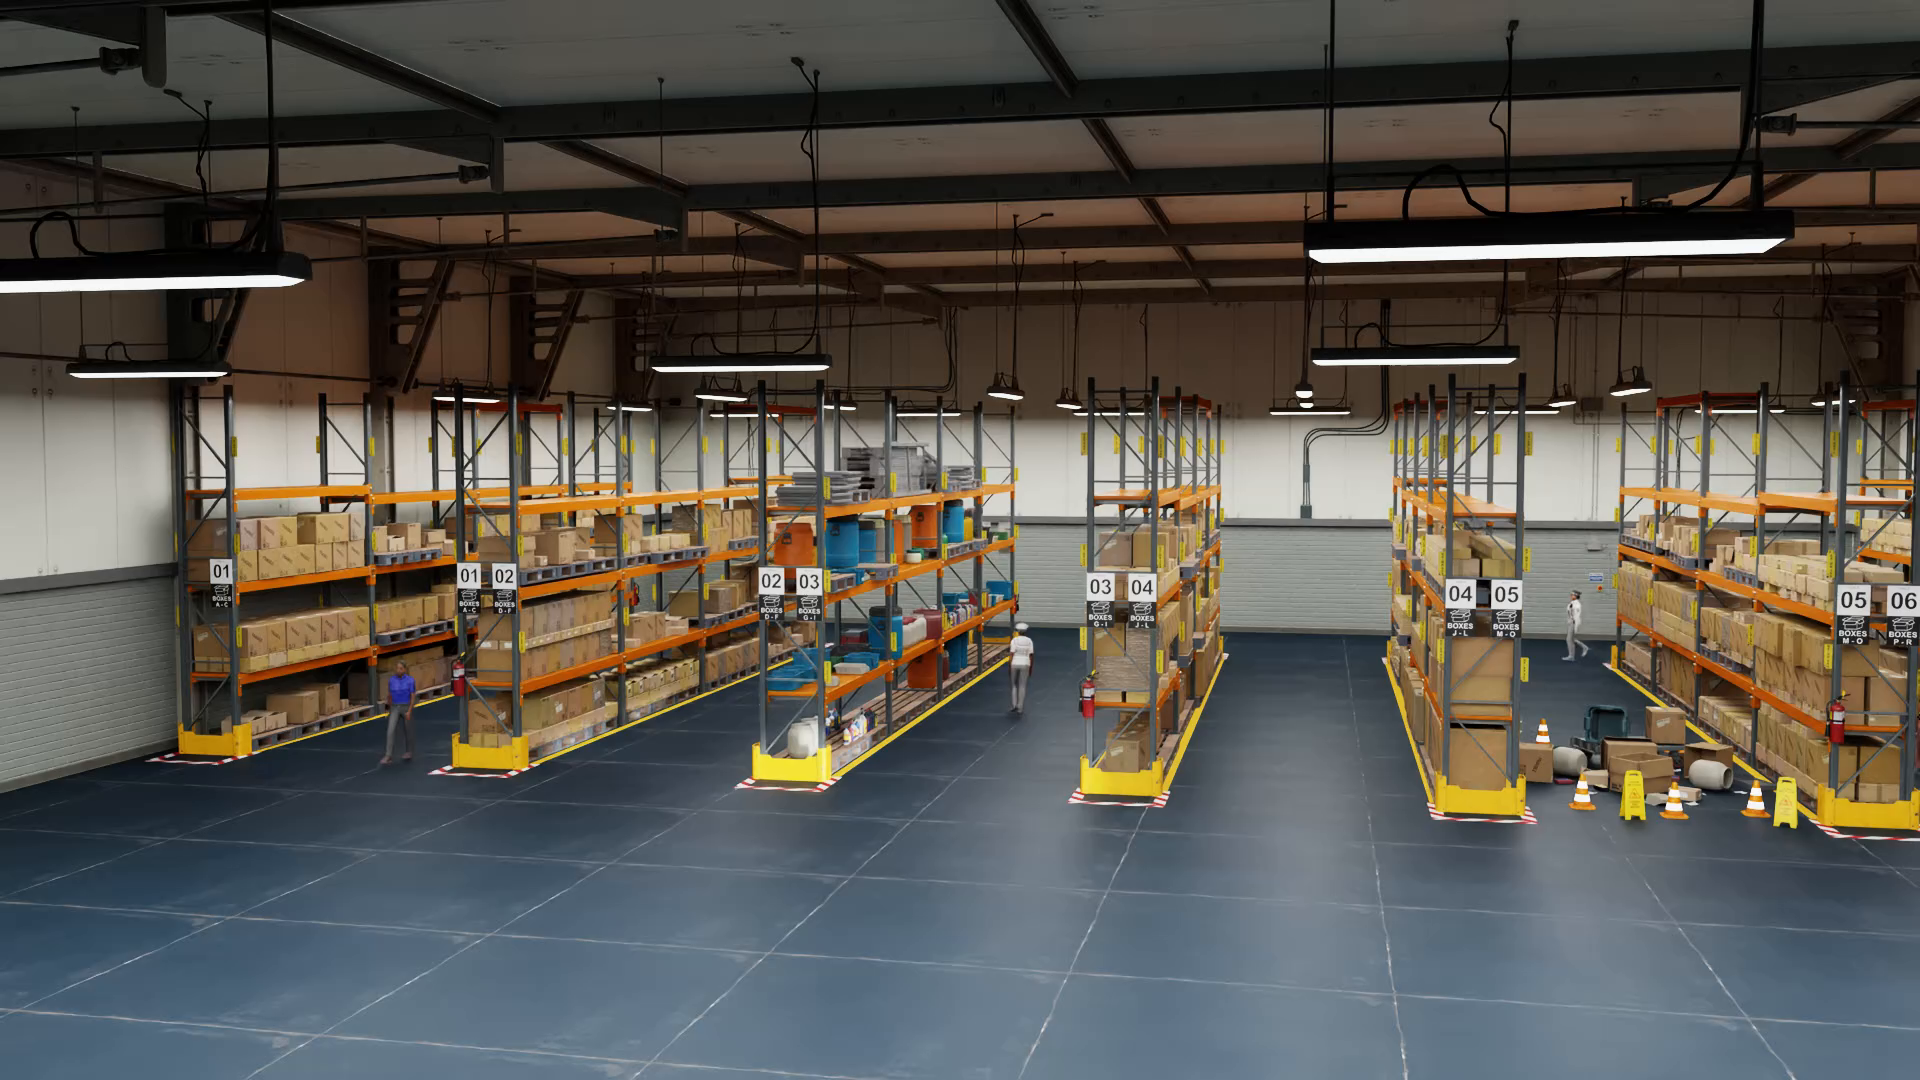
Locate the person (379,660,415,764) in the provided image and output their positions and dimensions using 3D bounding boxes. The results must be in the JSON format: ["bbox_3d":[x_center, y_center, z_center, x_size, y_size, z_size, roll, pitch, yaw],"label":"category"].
[{"bbox_3d":[-8.863,2.703,26.278,0.500,1.607,0.961,-1,3,-10],"label":"person"}]

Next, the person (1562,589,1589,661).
[{"bbox_3d":[14.383,1.978,38.799,0.628,1.664,0.492,1,3,10],"label":"person"}]

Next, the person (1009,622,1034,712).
[{"bbox_3d":[1.151,2.435,31.361,0.462,1.739,0.595,0,3,6],"label":"person"}]

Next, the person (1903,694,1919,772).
[{"bbox_3d":[14.735,2.778,25.330,0.457,1.715,0.595,0,3,8],"label":"person"}]
